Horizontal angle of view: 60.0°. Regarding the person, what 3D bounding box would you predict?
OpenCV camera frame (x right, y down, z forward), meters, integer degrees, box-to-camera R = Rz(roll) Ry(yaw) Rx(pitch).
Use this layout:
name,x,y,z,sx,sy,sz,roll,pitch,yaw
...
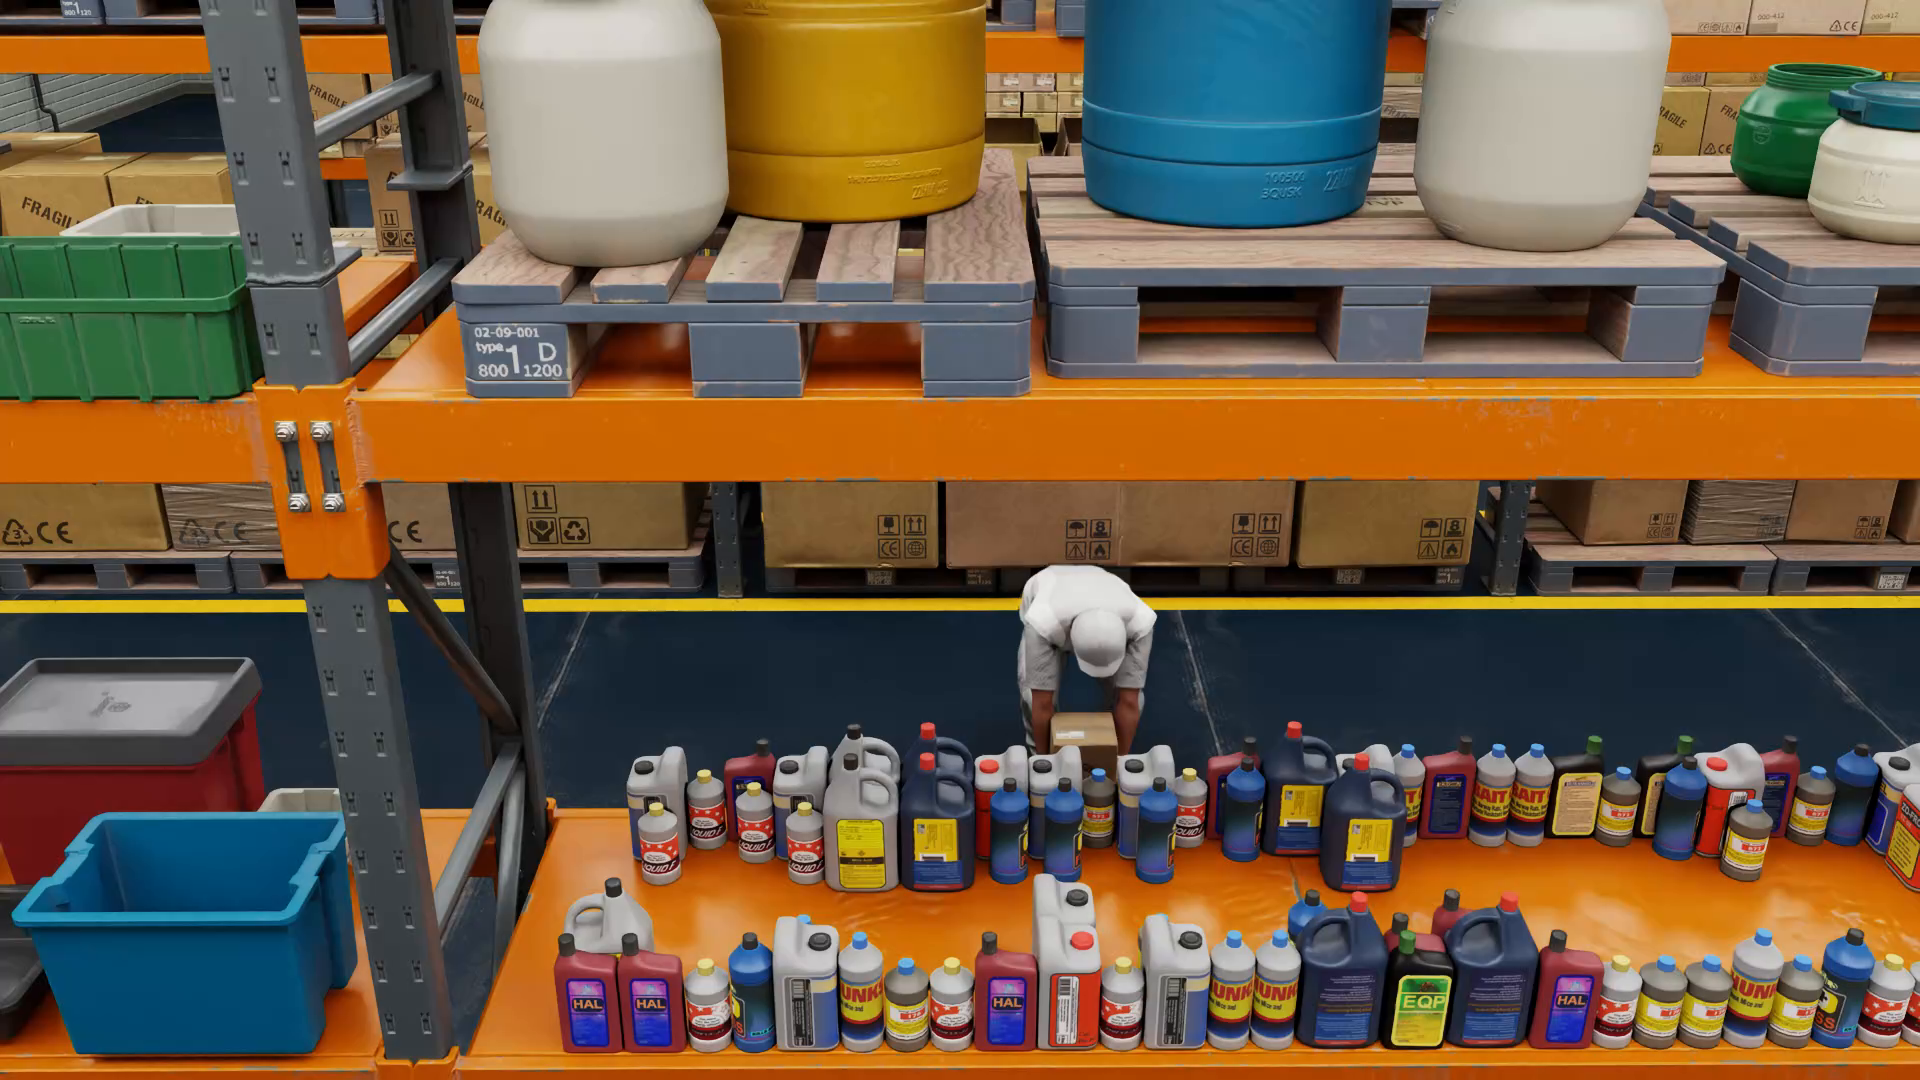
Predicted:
name,x,y,z,sx,sy,sz,roll,pitch,yaw
person,0.506,0.563,6.786,0.540,0.992,0.960,-1,24,-2
